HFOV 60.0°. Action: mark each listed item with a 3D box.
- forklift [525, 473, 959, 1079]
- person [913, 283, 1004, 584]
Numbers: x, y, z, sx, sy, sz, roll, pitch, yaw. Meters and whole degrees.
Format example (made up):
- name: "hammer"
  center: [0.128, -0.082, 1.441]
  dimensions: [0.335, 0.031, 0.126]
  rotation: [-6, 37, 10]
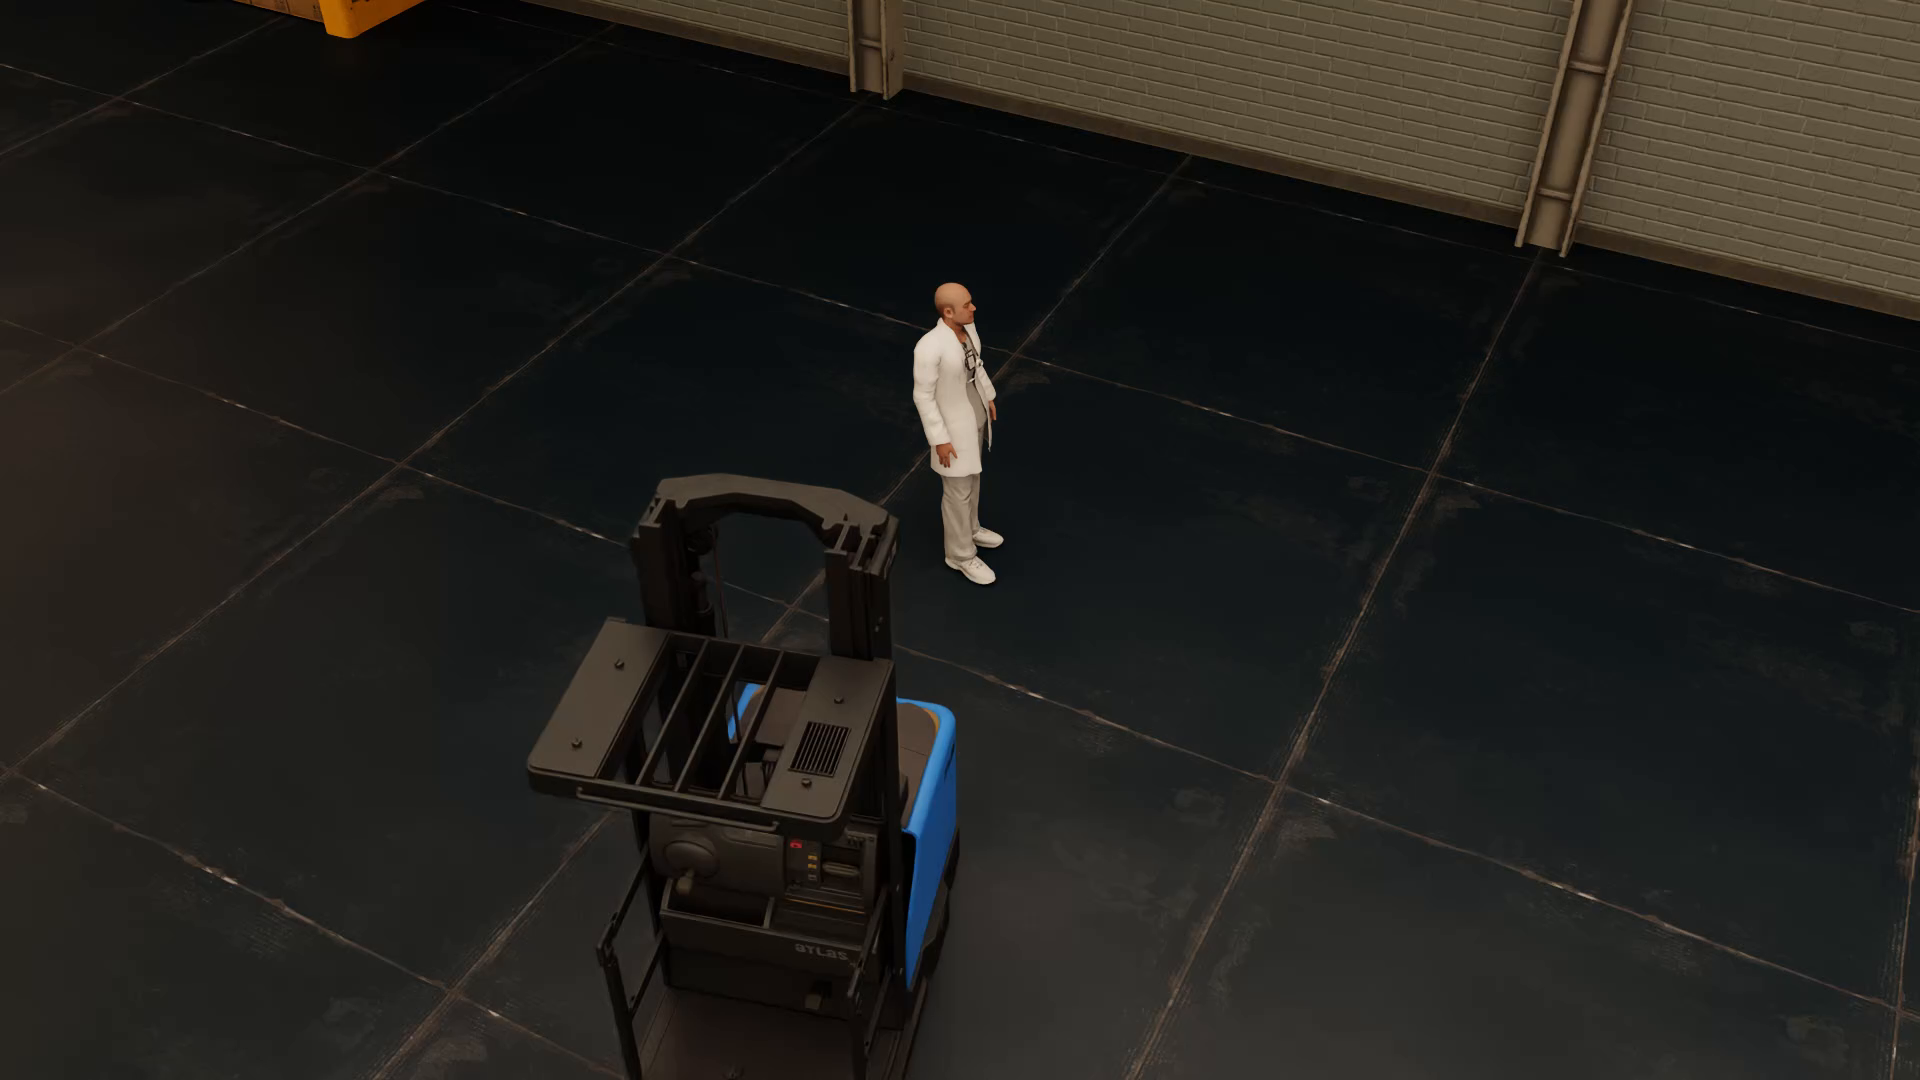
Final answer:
- name: "forklift"
  center: [-0.824, 1.329, 6.409]
  dimensions: [1.130, 2.935, 3.031]
  rotation: [8, 41, 10]
- name: "person"
  center: [0.078, -0.656, 9.649]
  dimensions: [0.581, 1.776, 0.696]
  rotation: [18, 43, 21]
